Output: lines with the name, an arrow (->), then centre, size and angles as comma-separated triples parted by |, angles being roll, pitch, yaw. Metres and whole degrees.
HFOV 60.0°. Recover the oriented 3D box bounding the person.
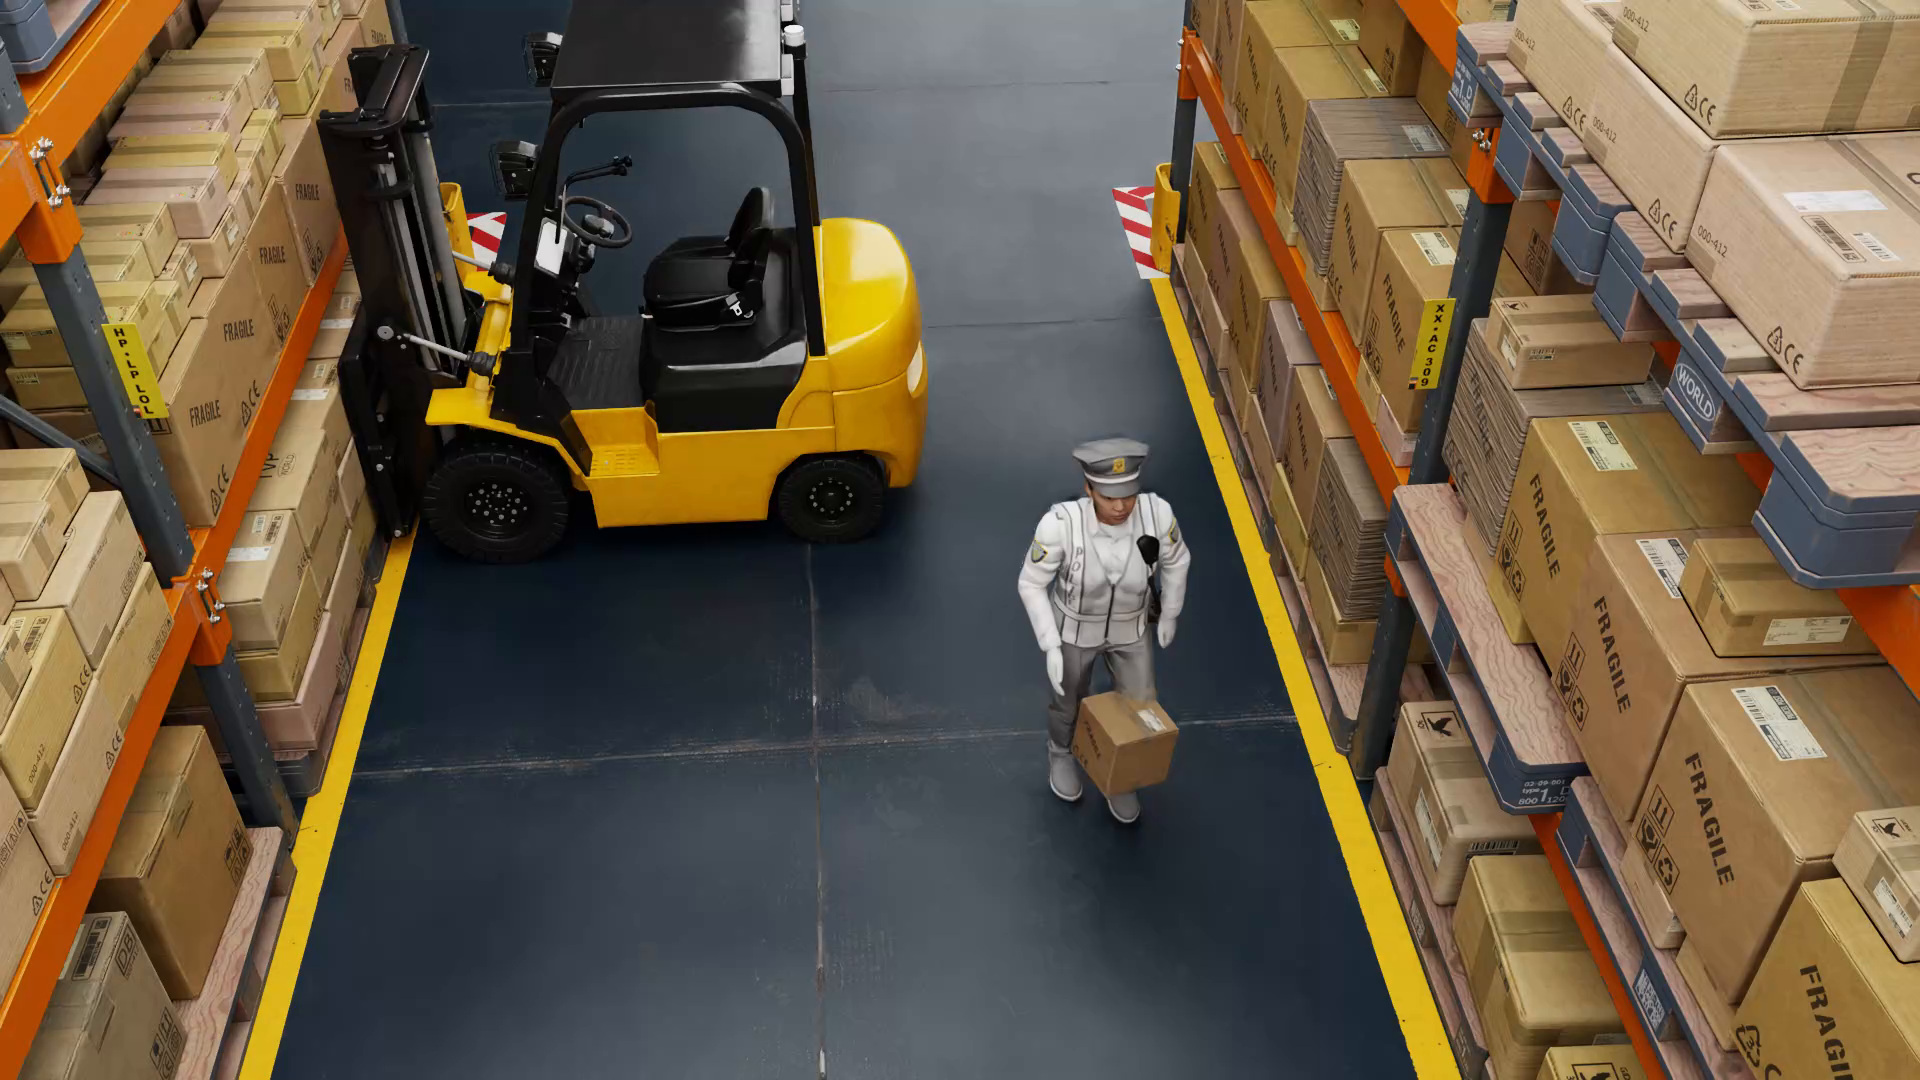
person -> 0.485, 0.325, 5.751 | 0.579, 1.670, 0.523 | -4, 40, -5
